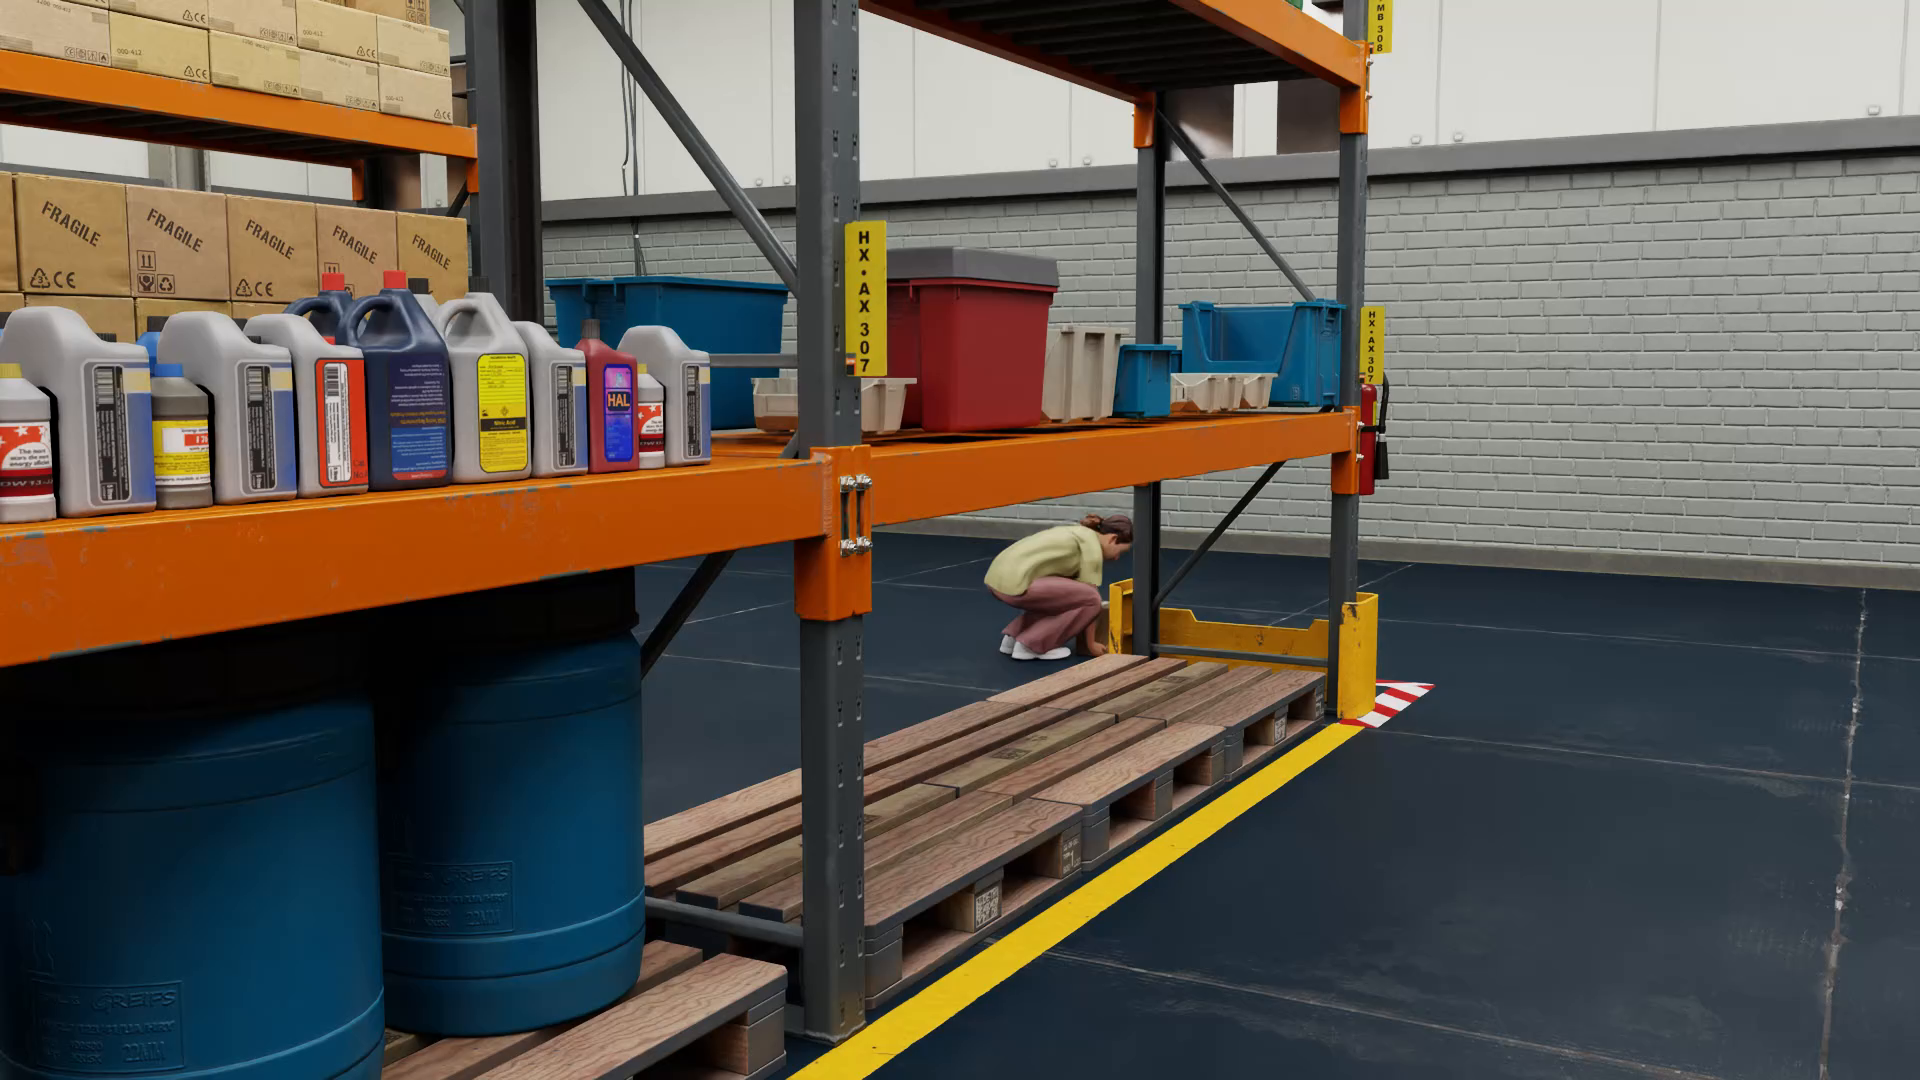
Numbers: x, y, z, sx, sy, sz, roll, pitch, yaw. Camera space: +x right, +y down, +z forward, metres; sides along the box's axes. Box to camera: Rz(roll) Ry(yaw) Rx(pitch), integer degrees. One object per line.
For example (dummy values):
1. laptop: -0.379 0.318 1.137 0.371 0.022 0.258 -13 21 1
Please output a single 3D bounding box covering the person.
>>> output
1. person: 0.535 0.261 8.634 0.832 0.805 0.476 -2 6 -16
